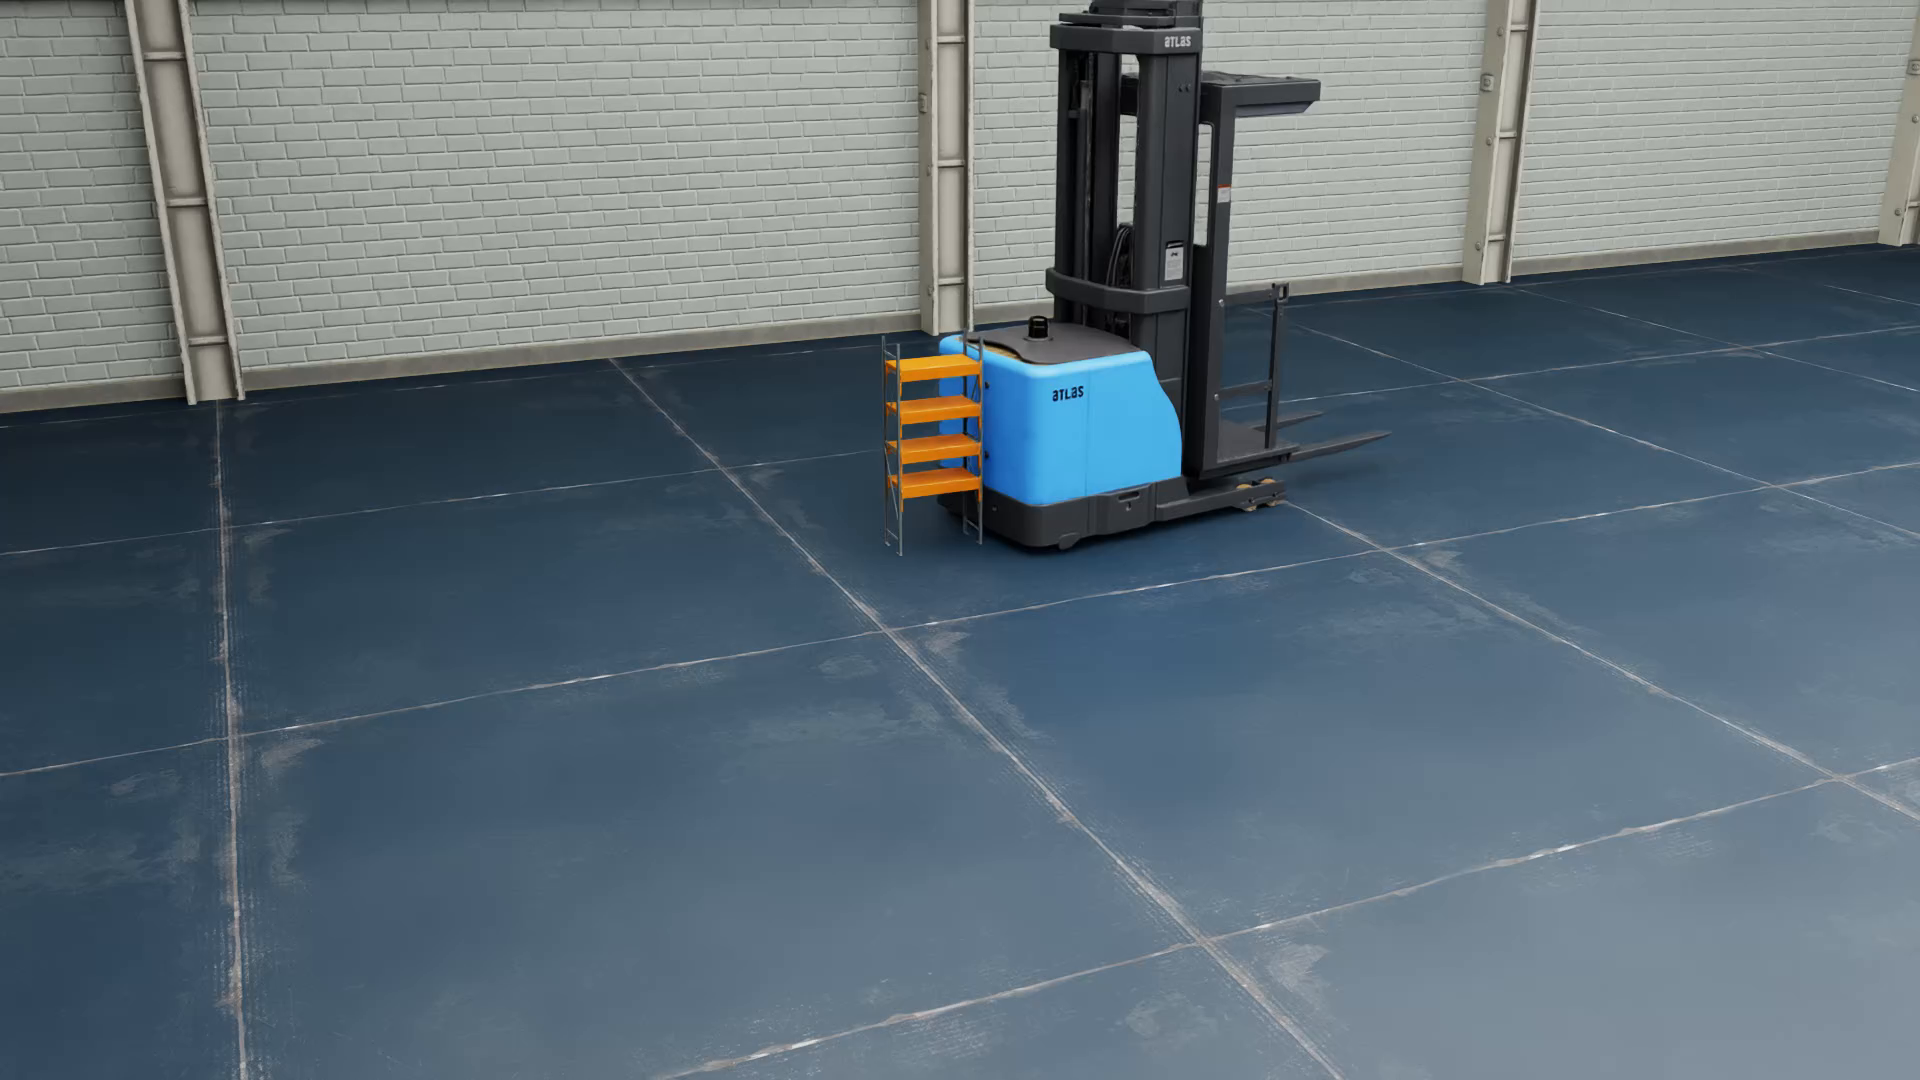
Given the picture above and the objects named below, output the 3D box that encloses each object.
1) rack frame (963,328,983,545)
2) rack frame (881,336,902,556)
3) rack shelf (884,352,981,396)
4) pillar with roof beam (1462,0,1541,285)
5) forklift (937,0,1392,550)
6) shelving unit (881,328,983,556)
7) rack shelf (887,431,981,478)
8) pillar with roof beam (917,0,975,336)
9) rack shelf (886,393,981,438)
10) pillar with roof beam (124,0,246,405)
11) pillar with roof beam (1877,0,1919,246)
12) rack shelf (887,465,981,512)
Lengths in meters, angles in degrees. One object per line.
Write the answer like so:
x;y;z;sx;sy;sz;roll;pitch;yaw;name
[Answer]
0.072;-0.576;9.352;0.015;1.200;0.240;-8;21;-22;rack frame
-0.376;-0.512;9.170;0.015;1.200;0.240;-8;21;-22;rack frame
-0.152;-0.915;9.130;0.480;0.148;0.258;-8;21;-22;rack shelf
7.097;-5.590;11.850;0.400;9.000;9.100;-8;21;-22;pillar with roof beam
1.373;-1.685;9.894;3.031;2.935;1.130;-12;23;-31;forklift
-0.152;-0.544;9.261;0.503;1.200;0.258;-8;21;-22;shelving unit
-0.152;-0.481;9.283;0.480;0.148;0.258;-8;21;-22;rack shelf
1.587;-4.801;9.608;0.400;9.000;9.100;-8;21;-22;pillar with roof beam
-0.152;-0.692;9.209;0.480;0.148;0.258;-8;21;-22;rack shelf
-3.922;-4.012;7.366;0.400;9.000;9.100;-8;21;-22;pillar with roof beam
12.606;-6.380;14.091;0.400;9.000;9.100;-8;21;-22;pillar with roof beam
-0.152;-0.293;9.349;0.480;0.148;0.258;-8;21;-22;rack shelf
